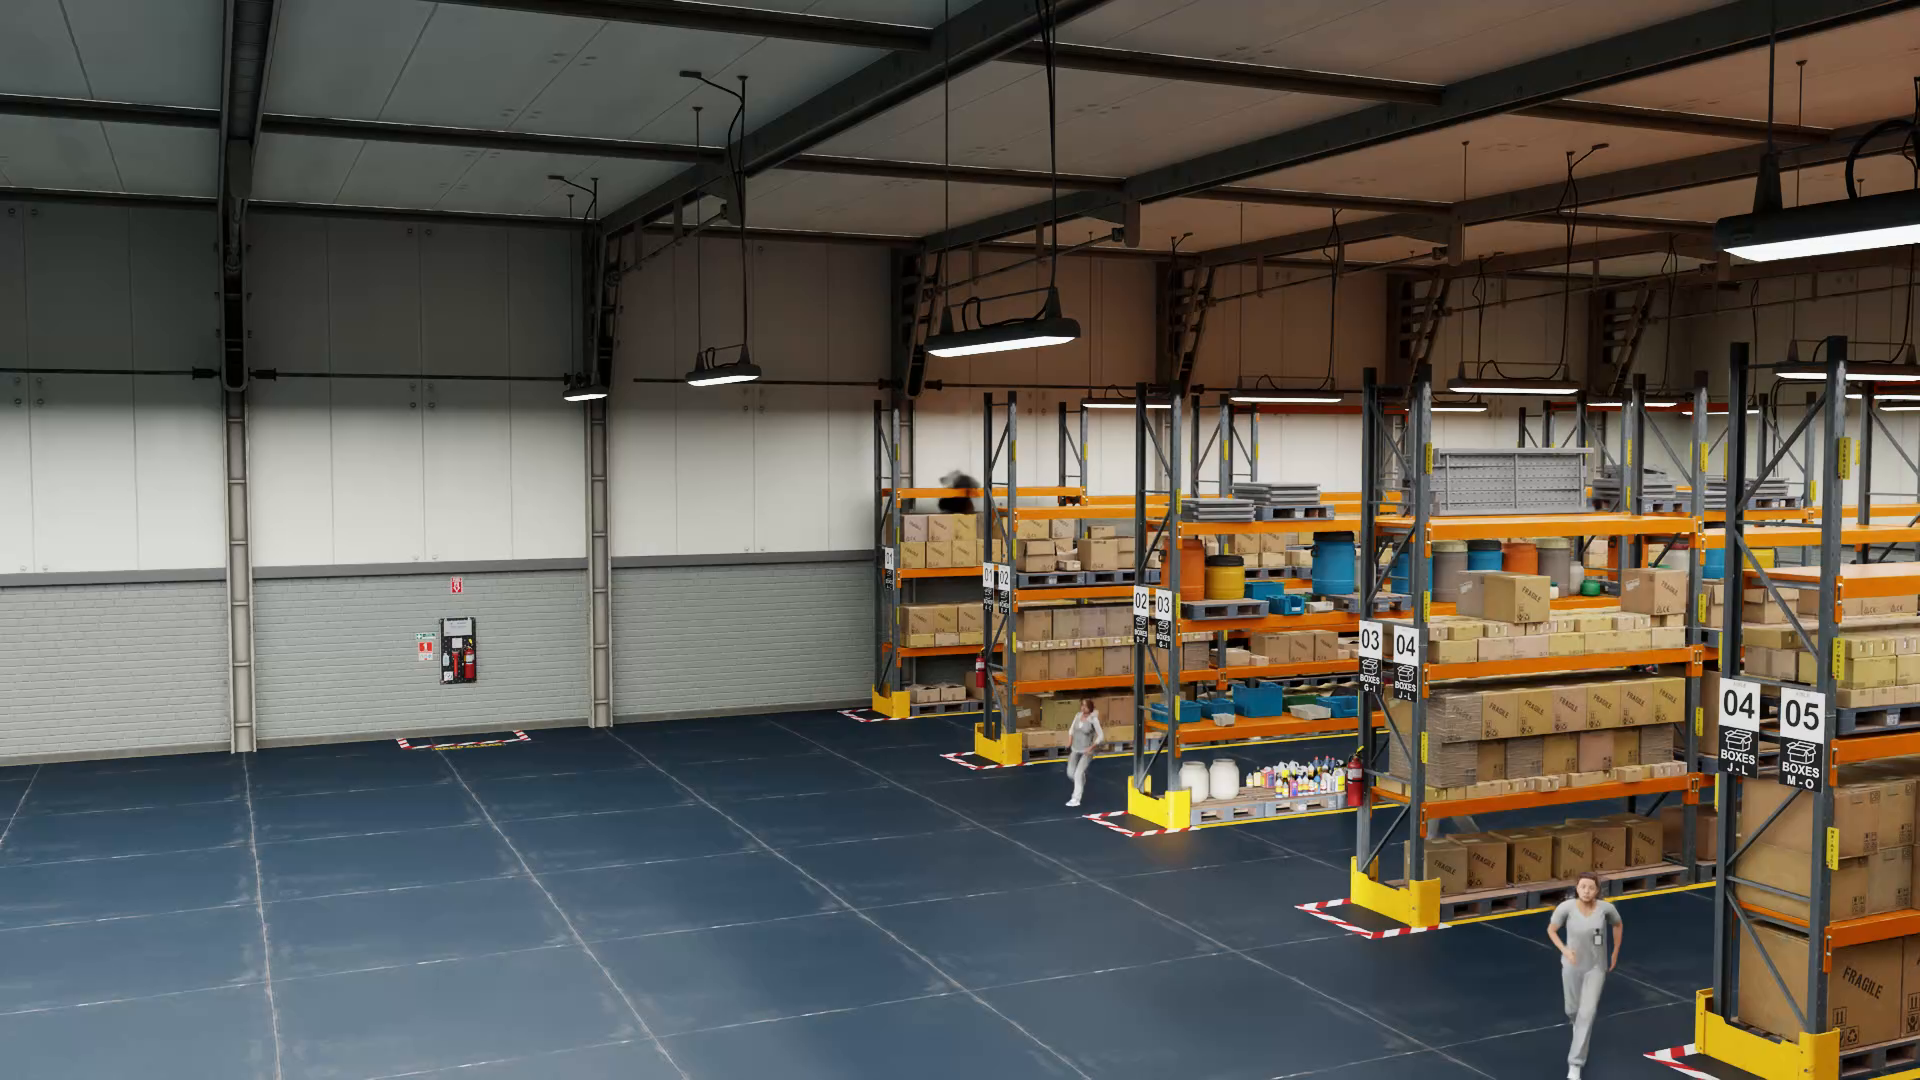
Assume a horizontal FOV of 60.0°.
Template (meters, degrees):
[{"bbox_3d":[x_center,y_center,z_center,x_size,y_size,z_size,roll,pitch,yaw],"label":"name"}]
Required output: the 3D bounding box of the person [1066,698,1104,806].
[{"bbox_3d":[1.805,3.014,23.727,0.564,1.546,0.542,2,4,31],"label":"person"}]

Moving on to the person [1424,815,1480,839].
[{"bbox_3d":[6.060,3.056,20.633,0.935,1.796,0.656,-2,4,-25],"label":"person"}]

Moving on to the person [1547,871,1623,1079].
[{"bbox_3d":[5.163,3.539,13.752,0.587,1.651,0.969,1,4,21],"label":"person"}]
